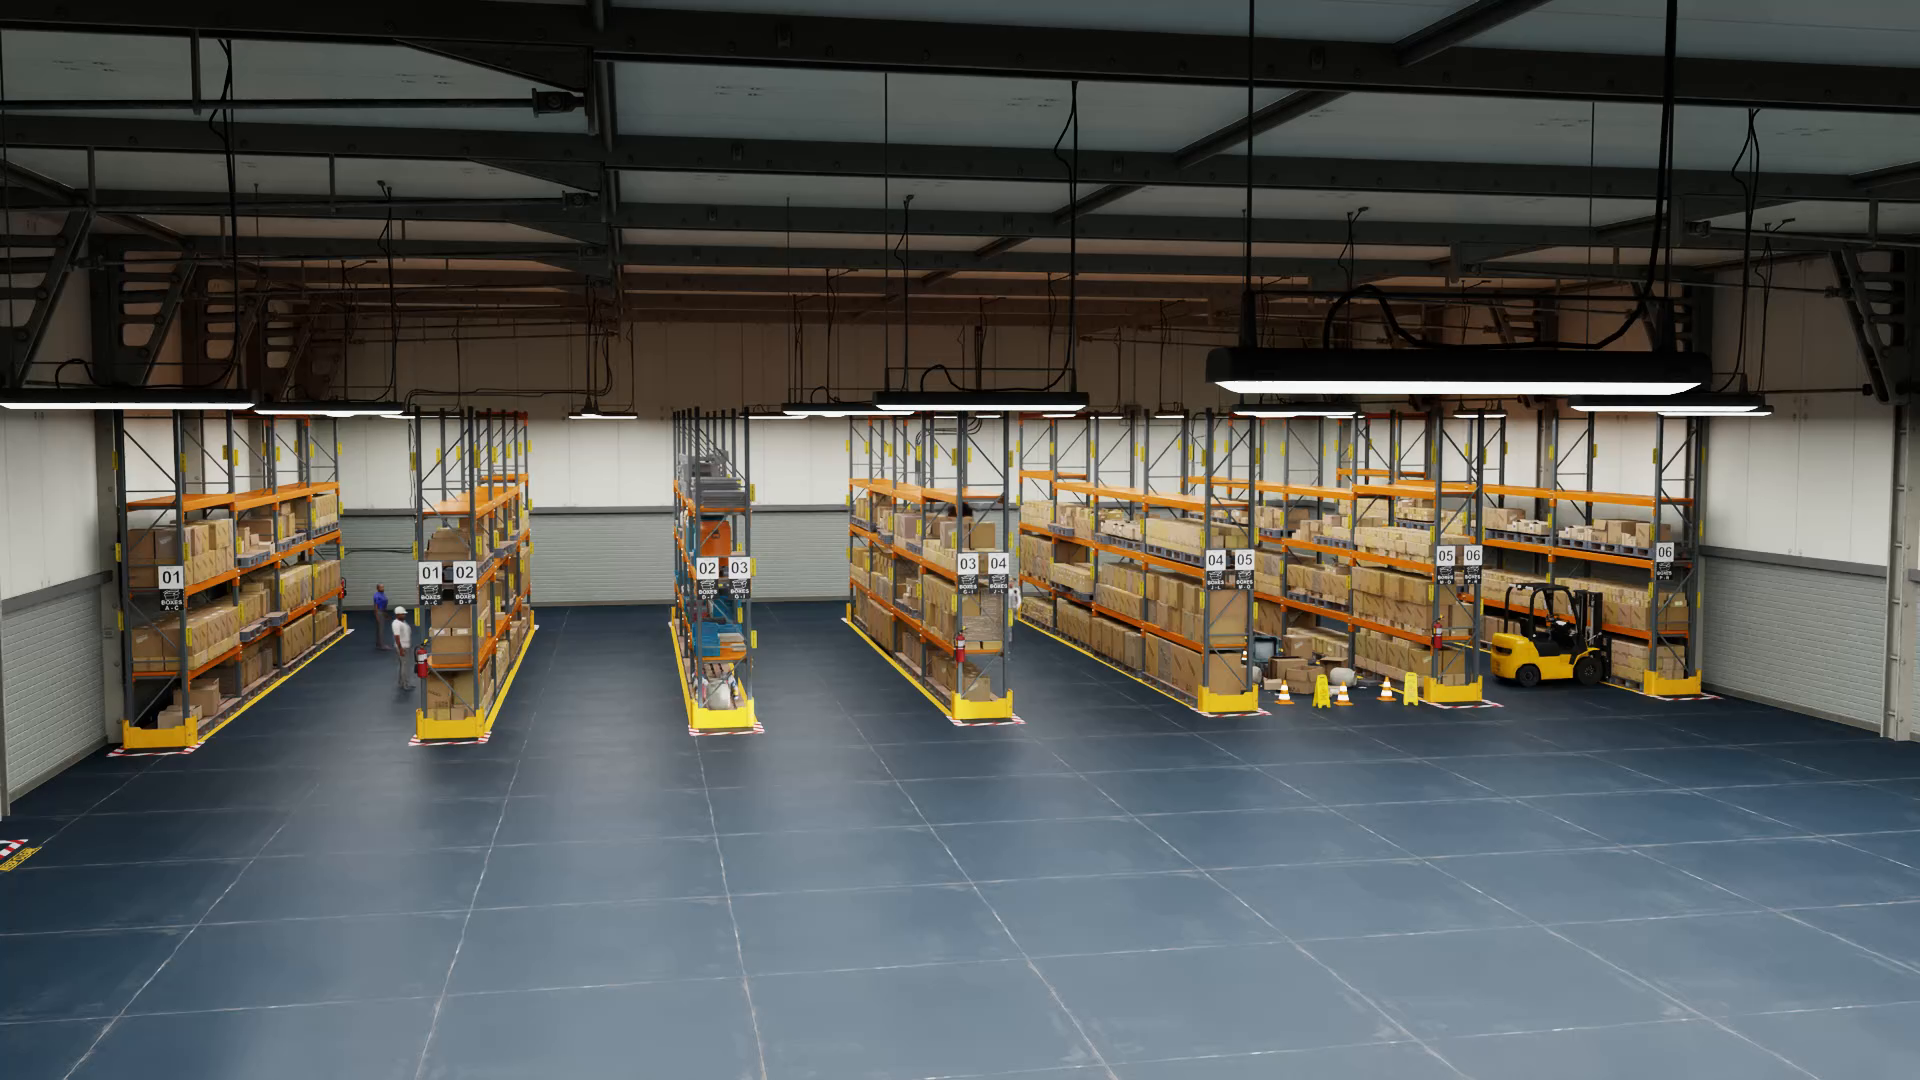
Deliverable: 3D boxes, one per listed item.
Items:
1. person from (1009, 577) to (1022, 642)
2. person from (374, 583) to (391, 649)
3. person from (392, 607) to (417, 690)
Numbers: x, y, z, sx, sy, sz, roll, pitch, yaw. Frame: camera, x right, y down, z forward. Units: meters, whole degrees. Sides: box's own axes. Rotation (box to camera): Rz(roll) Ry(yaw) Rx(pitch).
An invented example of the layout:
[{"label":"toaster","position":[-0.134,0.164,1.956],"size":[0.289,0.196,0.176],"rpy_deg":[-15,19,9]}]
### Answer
[{"label":"person","position":[1.345,1.812,43.678],"size":[0.539,1.698,0.908],"rpy_deg":[-1,4,-11]},{"label":"person","position":[-14.566,1.914,42.014],"size":[0.421,1.663,0.481],"rpy_deg":[0,4,-4]},{"label":"person","position":[-11.899,2.304,35.595],"size":[0.488,1.756,0.654],"rpy_deg":[-1,4,-19]}]
